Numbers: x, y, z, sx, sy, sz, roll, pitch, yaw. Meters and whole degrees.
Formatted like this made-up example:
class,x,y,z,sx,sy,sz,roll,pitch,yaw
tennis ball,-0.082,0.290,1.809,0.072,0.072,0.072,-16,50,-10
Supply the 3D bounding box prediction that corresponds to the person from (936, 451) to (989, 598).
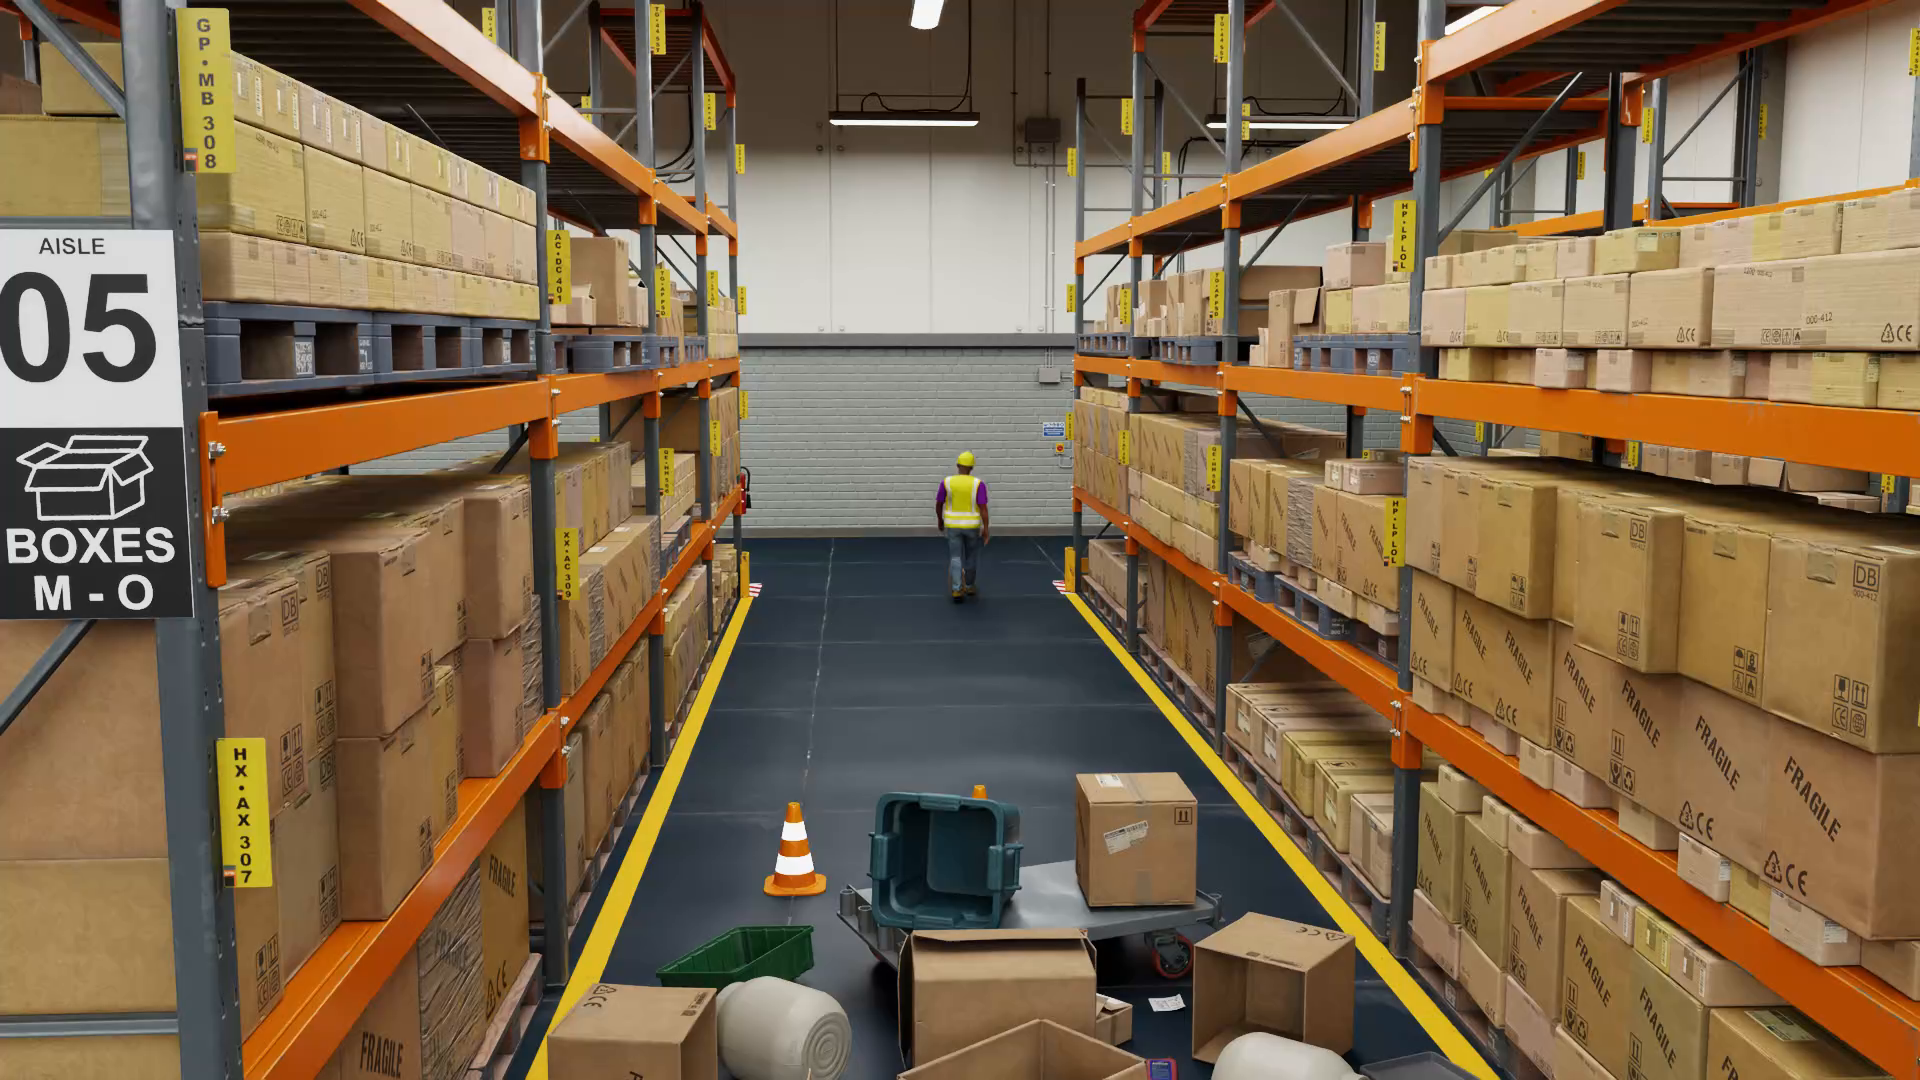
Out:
class,x,y,z,sx,sy,sz,roll,pitch,yaw
person,0.032,-0.192,19.369,0.621,1.706,0.945,0,7,1
